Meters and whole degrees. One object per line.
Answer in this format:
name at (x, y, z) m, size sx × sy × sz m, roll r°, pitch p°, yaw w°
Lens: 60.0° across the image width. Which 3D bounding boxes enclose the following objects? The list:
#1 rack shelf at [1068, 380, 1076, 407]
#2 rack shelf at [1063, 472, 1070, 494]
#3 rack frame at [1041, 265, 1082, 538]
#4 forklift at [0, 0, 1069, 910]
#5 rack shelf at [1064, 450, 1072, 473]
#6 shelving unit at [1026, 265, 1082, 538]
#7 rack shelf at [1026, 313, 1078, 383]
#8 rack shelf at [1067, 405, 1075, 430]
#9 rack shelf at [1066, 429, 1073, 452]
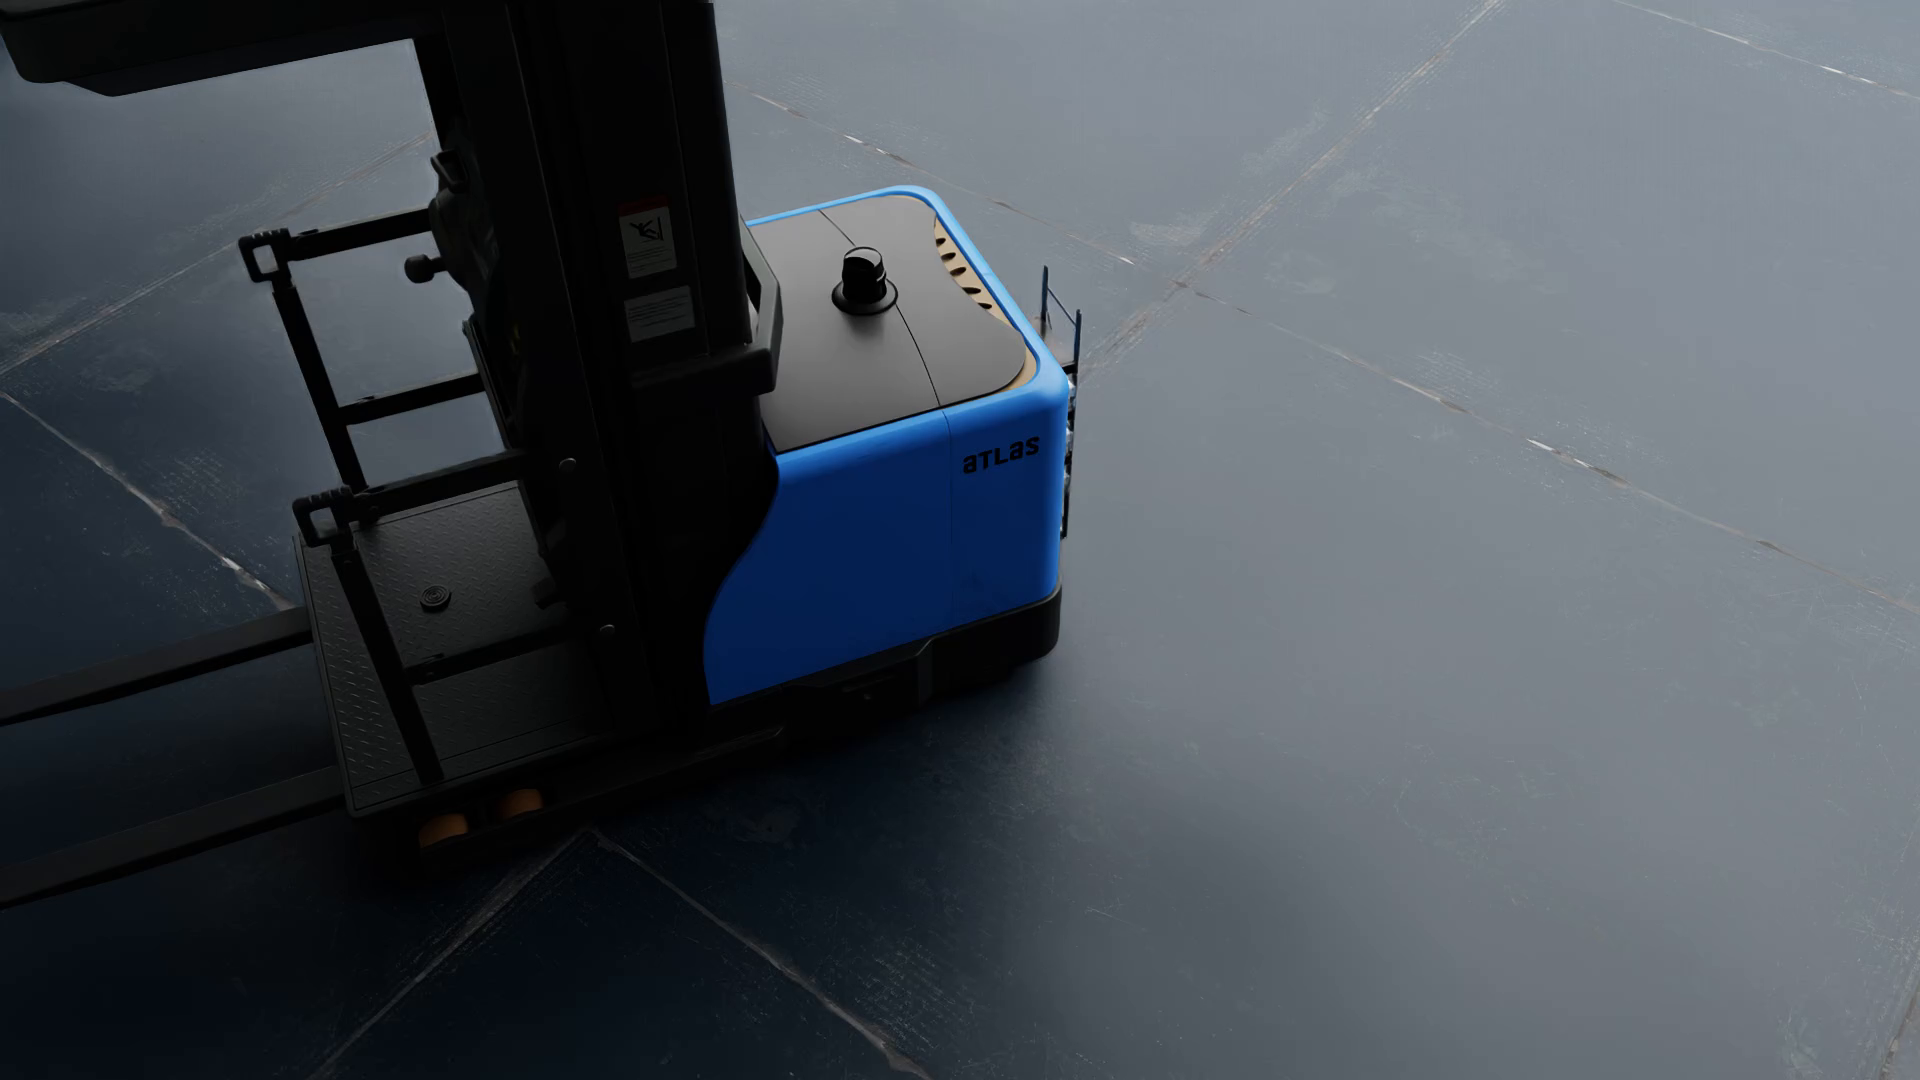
rack shelf at (0.194, -0.470, 4.874) m, size 0.200 × 0.077 × 0.258 m, roll -17°, pitch 49°, yaw -16°
rack shelf at (0.194, -0.221, 5.134) m, size 0.200 × 0.077 × 0.258 m, roll -17°, pitch 49°, yaw -16°
rack frame at (0.288, -0.397, 5.007) m, size 0.006 × 0.900 × 0.240 m, roll -17°, pitch 49°, yaw -16°
forklift at (-1.276, -0.571, 3.768) m, size 3.031 × 2.935 × 1.130 m, roll -17°, pitch 49°, yaw -16°
rack shelf at (0.194, -0.283, 5.069) m, size 0.200 × 0.077 × 0.258 m, roll -17°, pitch 49°, yaw -16°
shelving unit at (0.194, -0.369, 4.980) m, size 0.210 × 0.900 × 0.258 m, roll -17°, pitch 49°, yaw -16°
rack shelf at (0.194, -0.532, 4.809) m, size 0.200 × 0.077 × 0.258 m, roll -17°, pitch 49°, yaw -16°
rack shelf at (0.194, -0.408, 4.939) m, size 0.200 × 0.077 × 0.258 m, roll -17°, pitch 49°, yaw -16°
rack shelf at (0.194, -0.345, 5.004) m, size 0.200 × 0.077 × 0.258 m, roll -17°, pitch 49°, yaw -16°
